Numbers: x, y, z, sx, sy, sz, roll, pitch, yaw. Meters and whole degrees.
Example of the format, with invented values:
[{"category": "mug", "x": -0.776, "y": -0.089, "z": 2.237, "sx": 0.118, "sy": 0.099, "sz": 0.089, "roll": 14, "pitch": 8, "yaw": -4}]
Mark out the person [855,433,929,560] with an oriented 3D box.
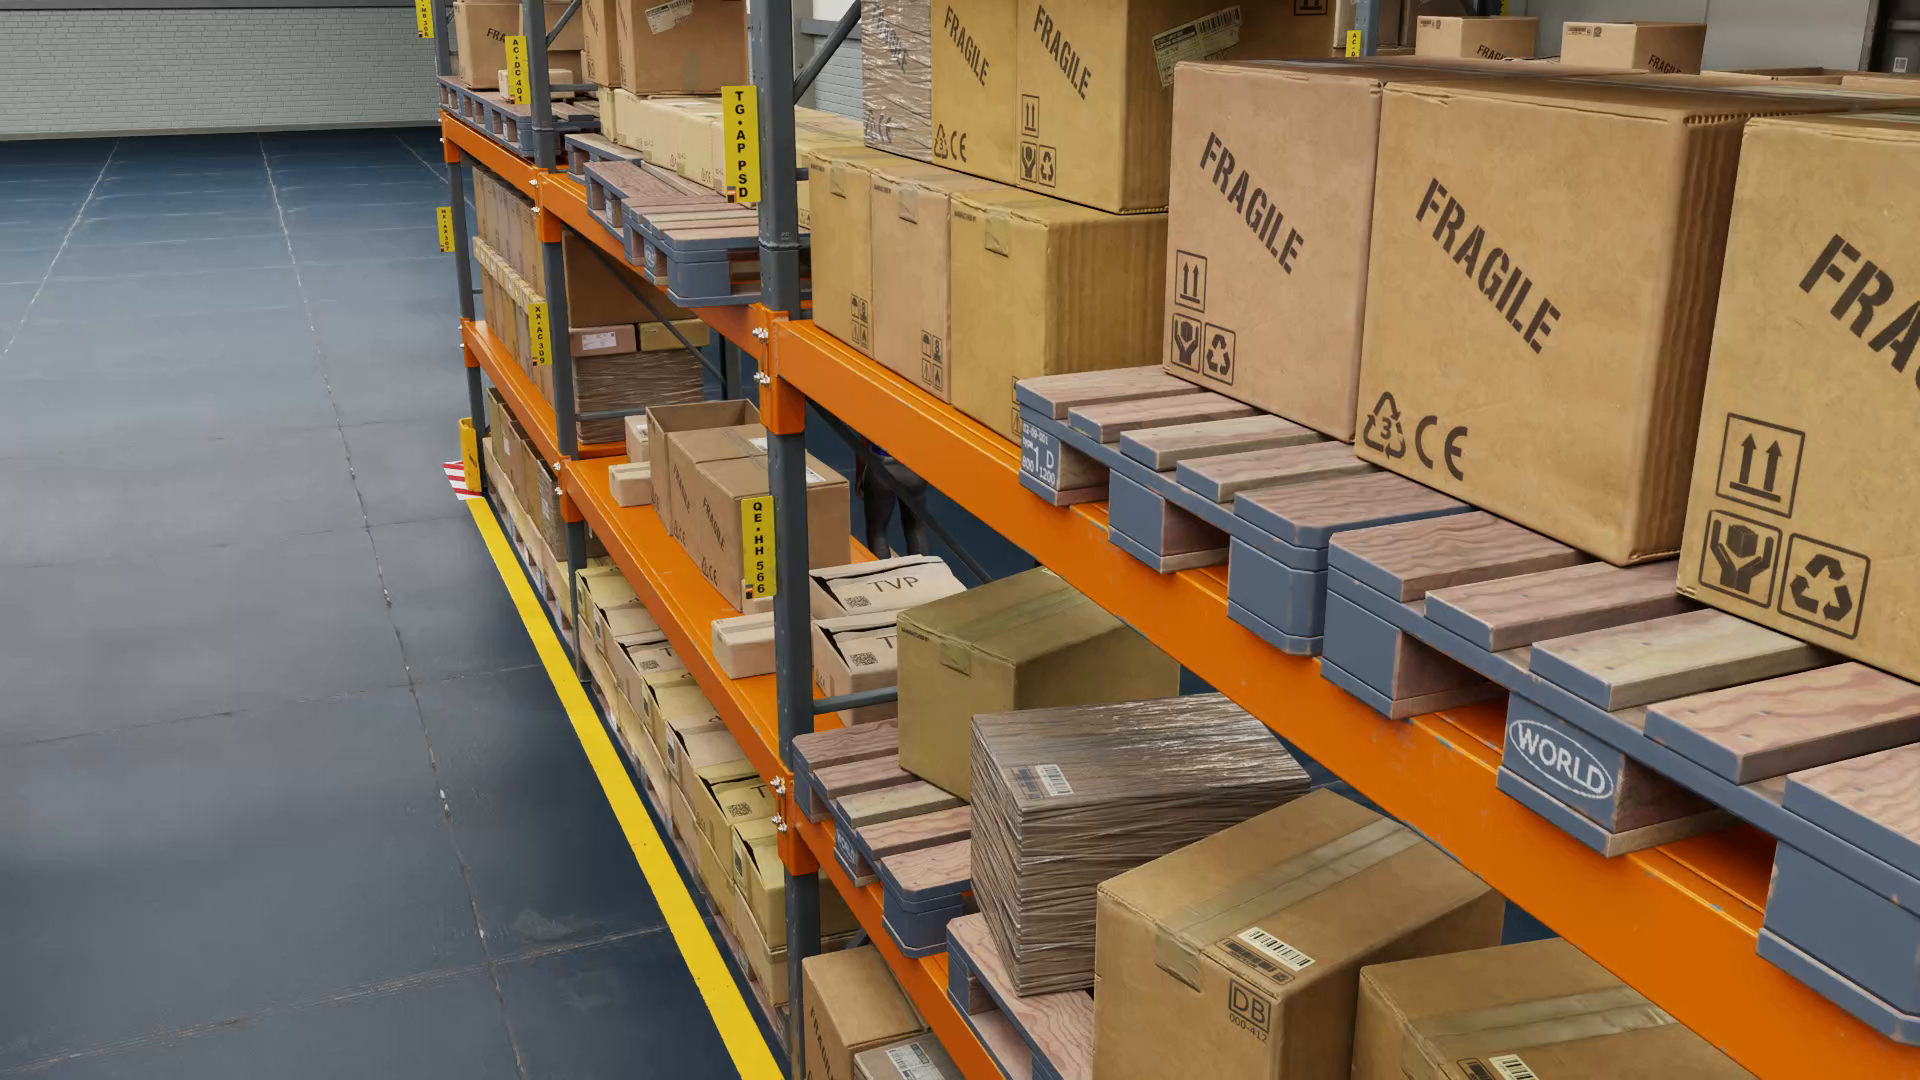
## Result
[{"category": "person", "x": -0.404, "y": -0.390, "z": 10.206, "sx": 0.506, "sy": 1.655, "sz": 0.350, "roll": -8, "pitch": 20, "yaw": -22}]
